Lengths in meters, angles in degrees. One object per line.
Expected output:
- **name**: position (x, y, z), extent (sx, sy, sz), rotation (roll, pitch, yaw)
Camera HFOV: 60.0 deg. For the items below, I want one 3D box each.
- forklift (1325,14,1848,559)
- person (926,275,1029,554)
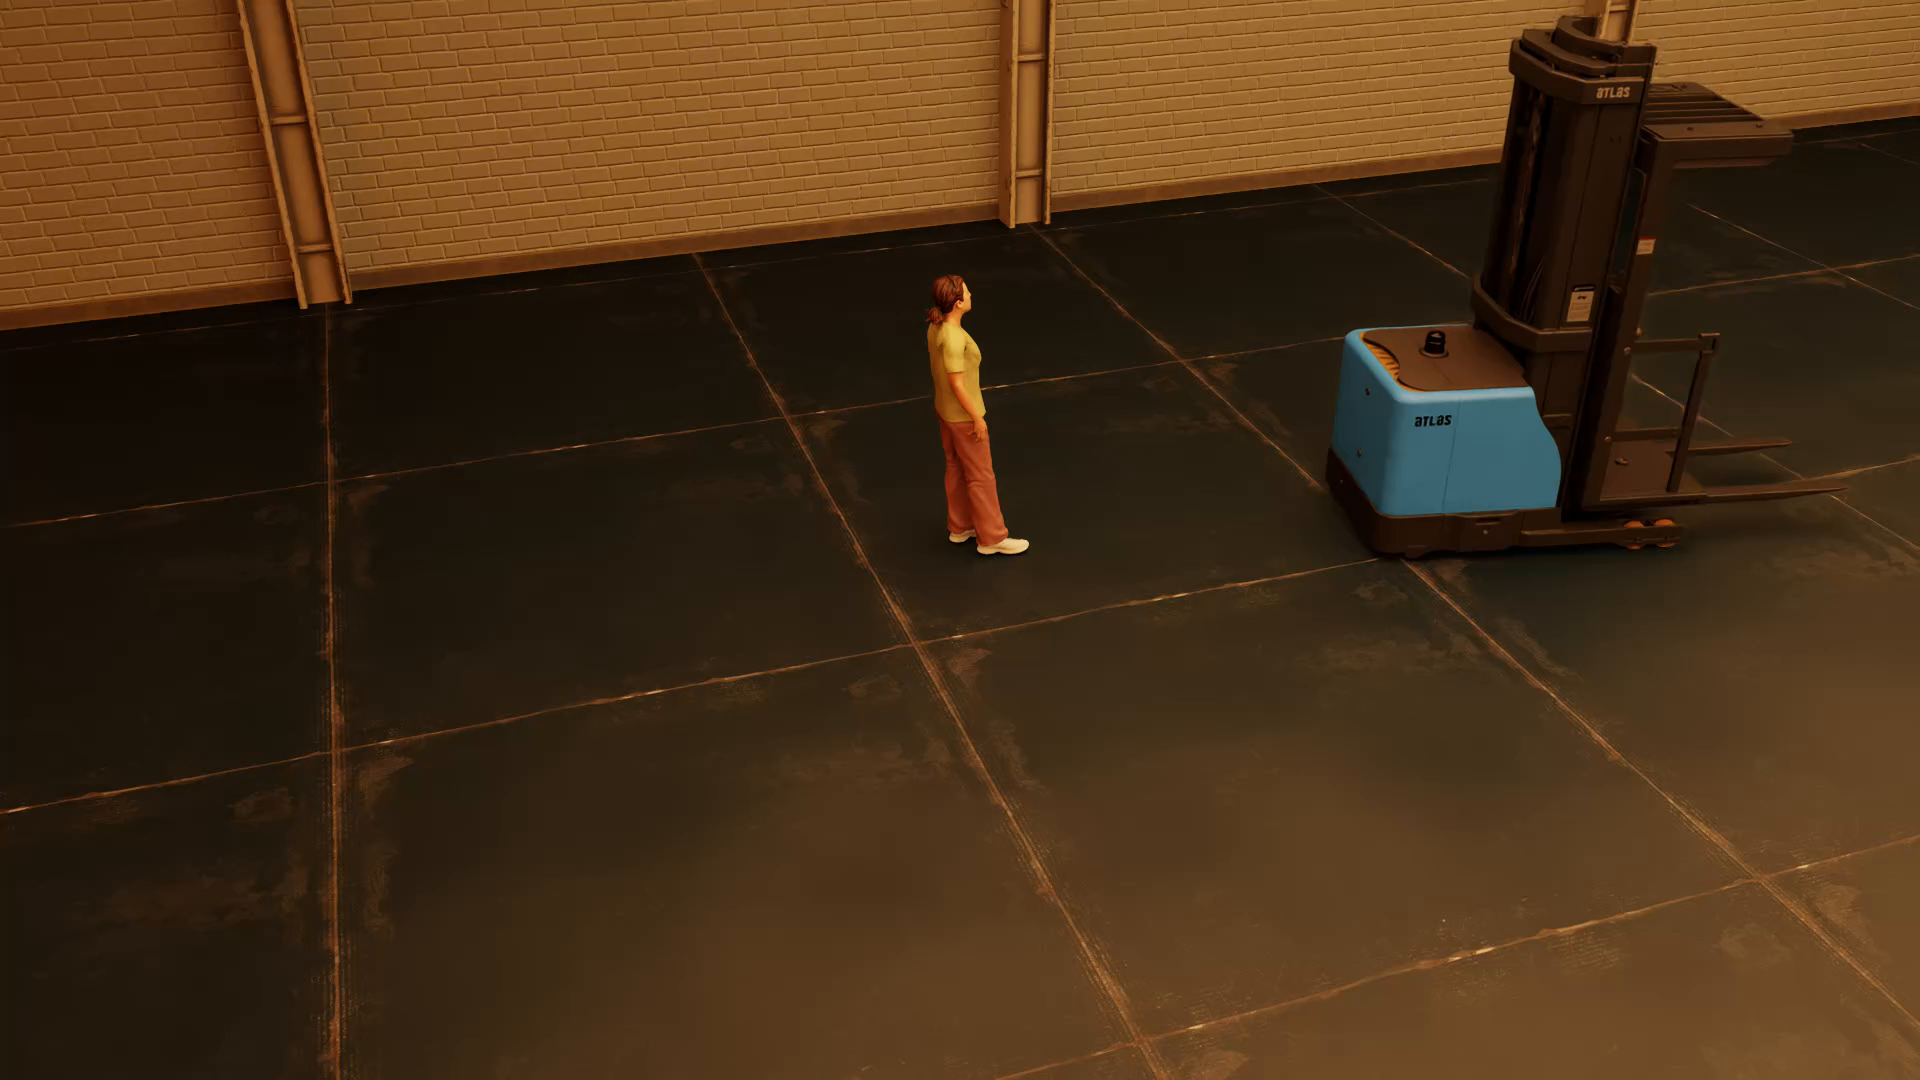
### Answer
- **forklift**: position (3.873, -1.473, 9.647), extent (3.031, 2.935, 1.130), rotation (-3, 30, -6)
- **person**: position (0.073, -0.739, 9.615), extent (0.549, 1.675, 0.553), rotation (-10, 31, -16)
